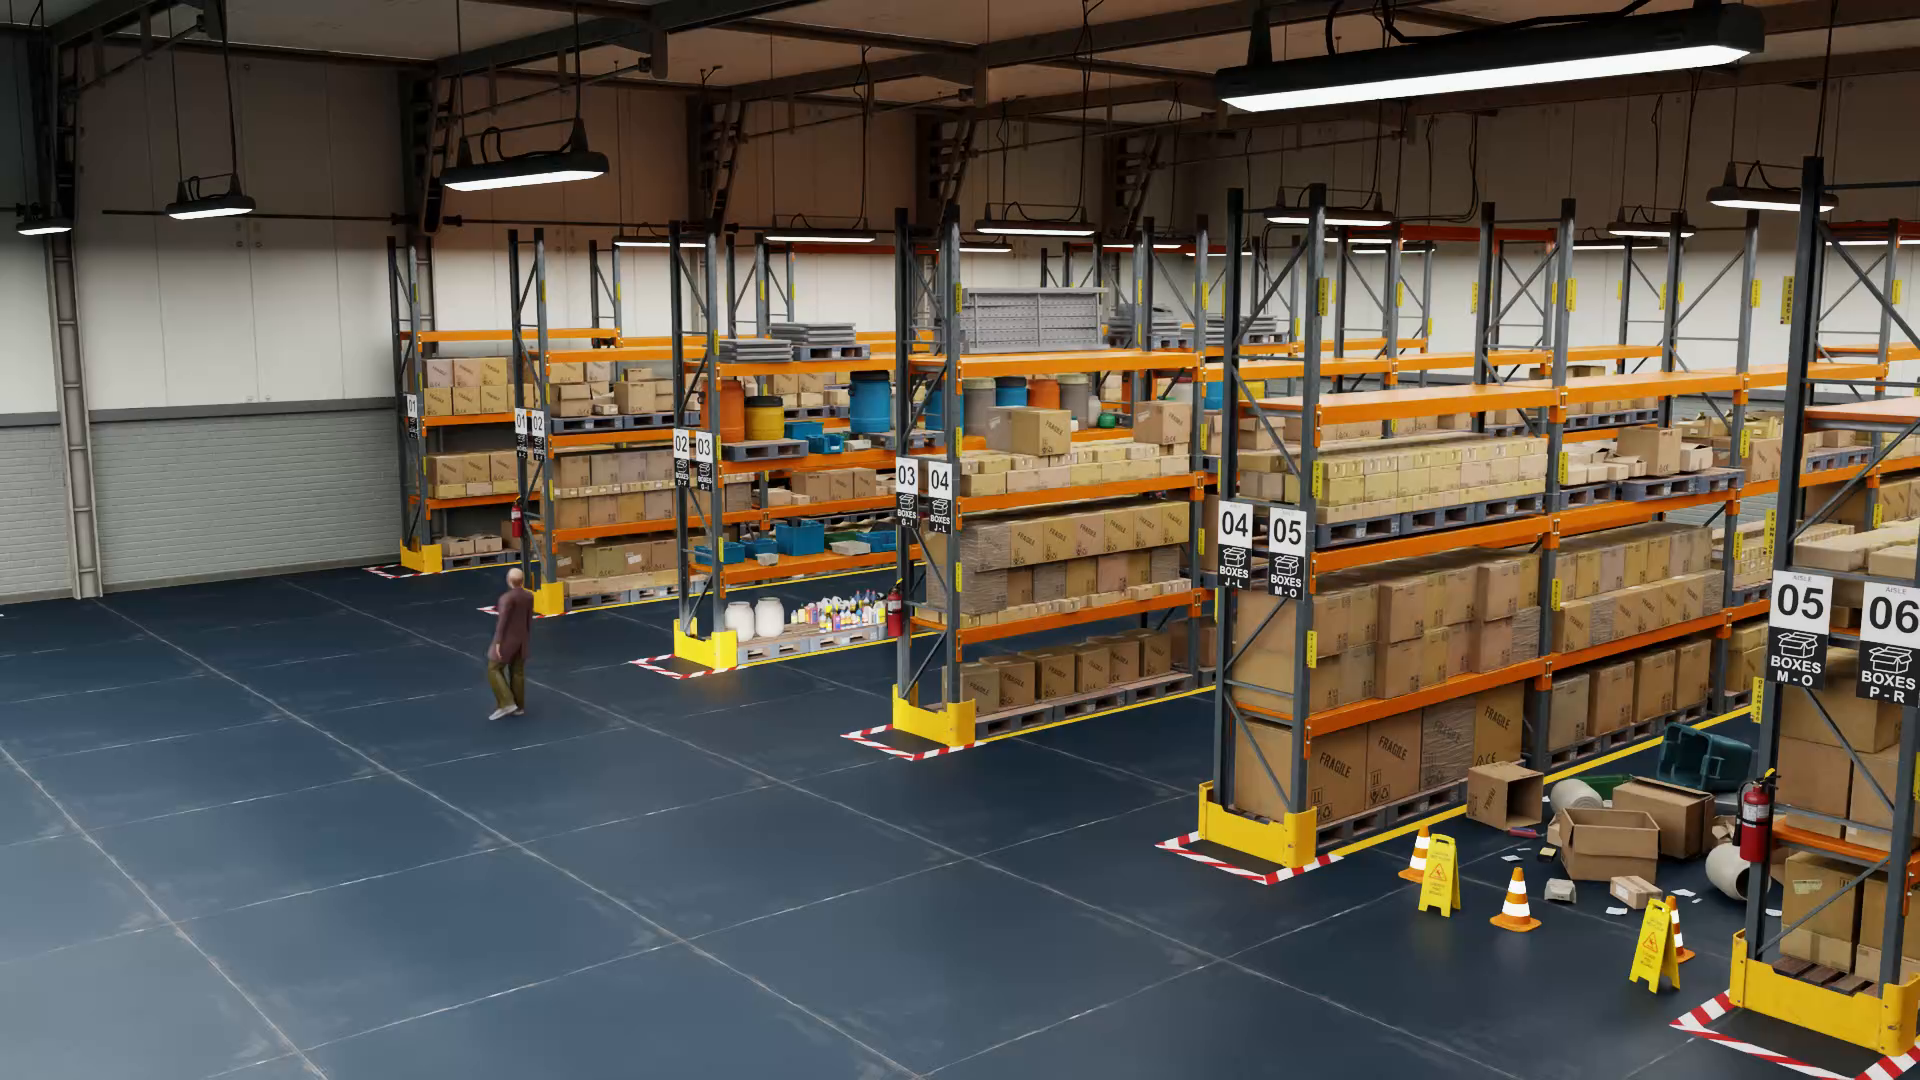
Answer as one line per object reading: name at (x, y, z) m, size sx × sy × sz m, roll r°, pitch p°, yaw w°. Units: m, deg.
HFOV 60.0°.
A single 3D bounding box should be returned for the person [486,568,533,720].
person at (-5.412, 1.235, 19.961) m, size 0.420 × 1.805 × 0.635 m, roll 4°, pitch 10°, yaw 23°
